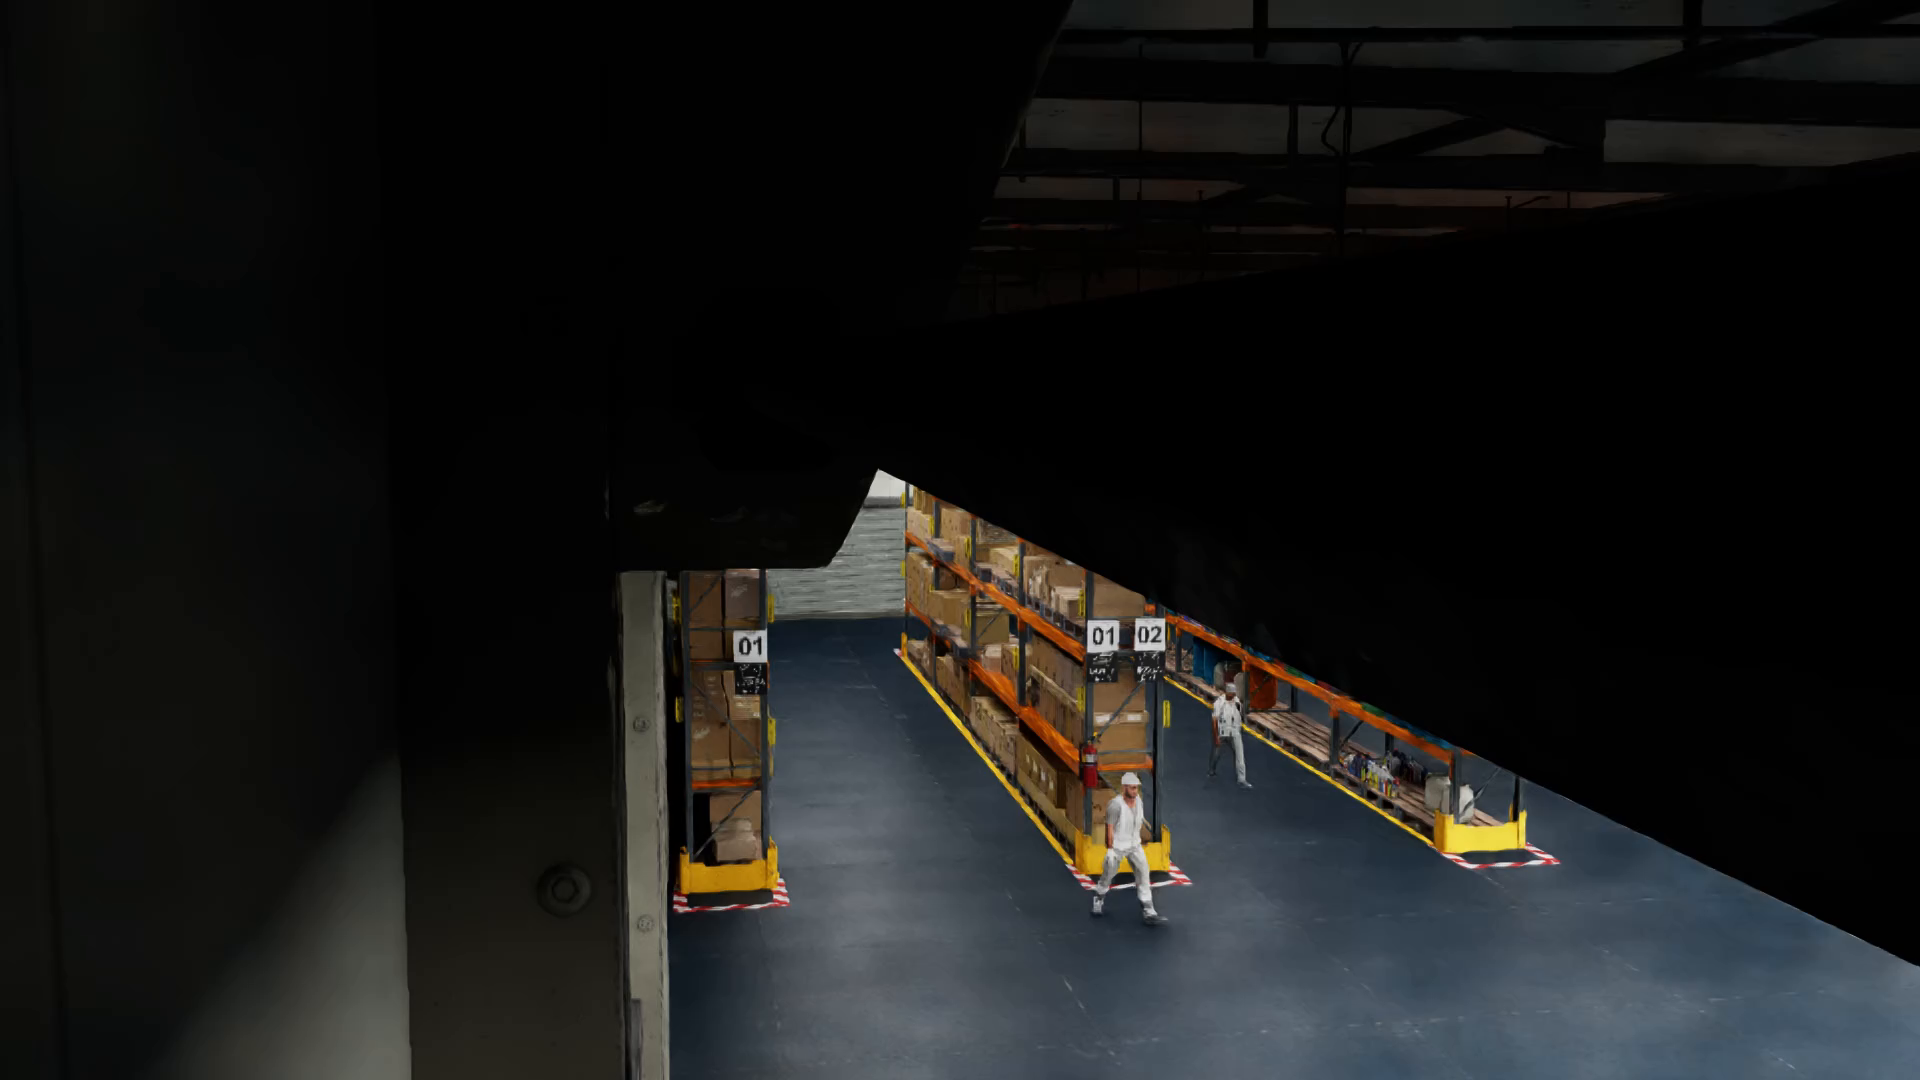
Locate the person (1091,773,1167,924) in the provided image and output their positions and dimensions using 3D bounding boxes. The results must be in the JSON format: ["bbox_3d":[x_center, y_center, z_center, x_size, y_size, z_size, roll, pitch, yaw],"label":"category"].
[{"bbox_3d":[1.907,3.503,19.012,0.591,1.746,0.970,-4,7,-32],"label":"person"}]

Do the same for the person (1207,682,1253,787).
[{"bbox_3d":[4.054,2.915,25.223,0.497,1.580,1.091,-1,6,-12],"label":"person"}]
